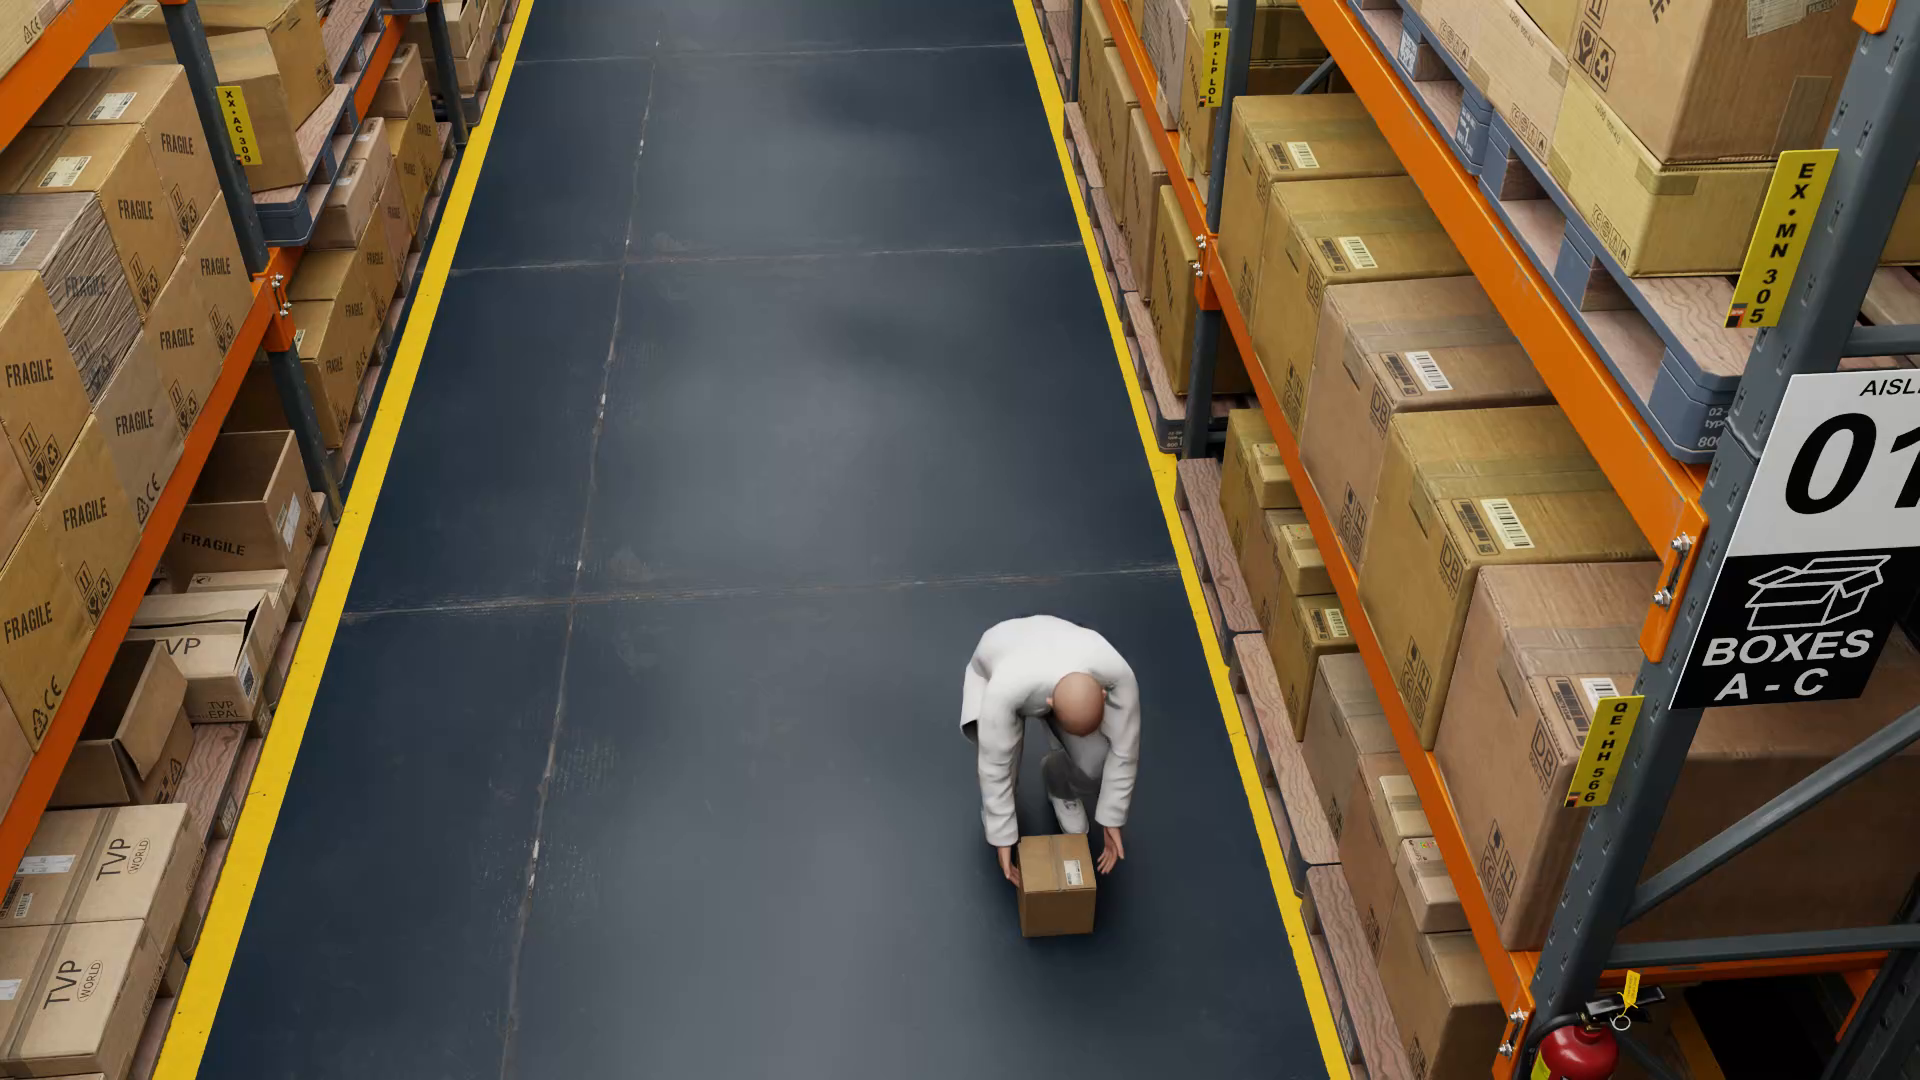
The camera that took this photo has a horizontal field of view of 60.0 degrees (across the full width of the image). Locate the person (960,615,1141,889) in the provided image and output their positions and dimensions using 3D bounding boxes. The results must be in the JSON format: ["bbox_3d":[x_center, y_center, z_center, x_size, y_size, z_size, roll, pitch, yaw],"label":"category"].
[{"bbox_3d":[0.308,0.675,5.942,0.611,1.004,0.893,-4,39,-5],"label":"person"}]
